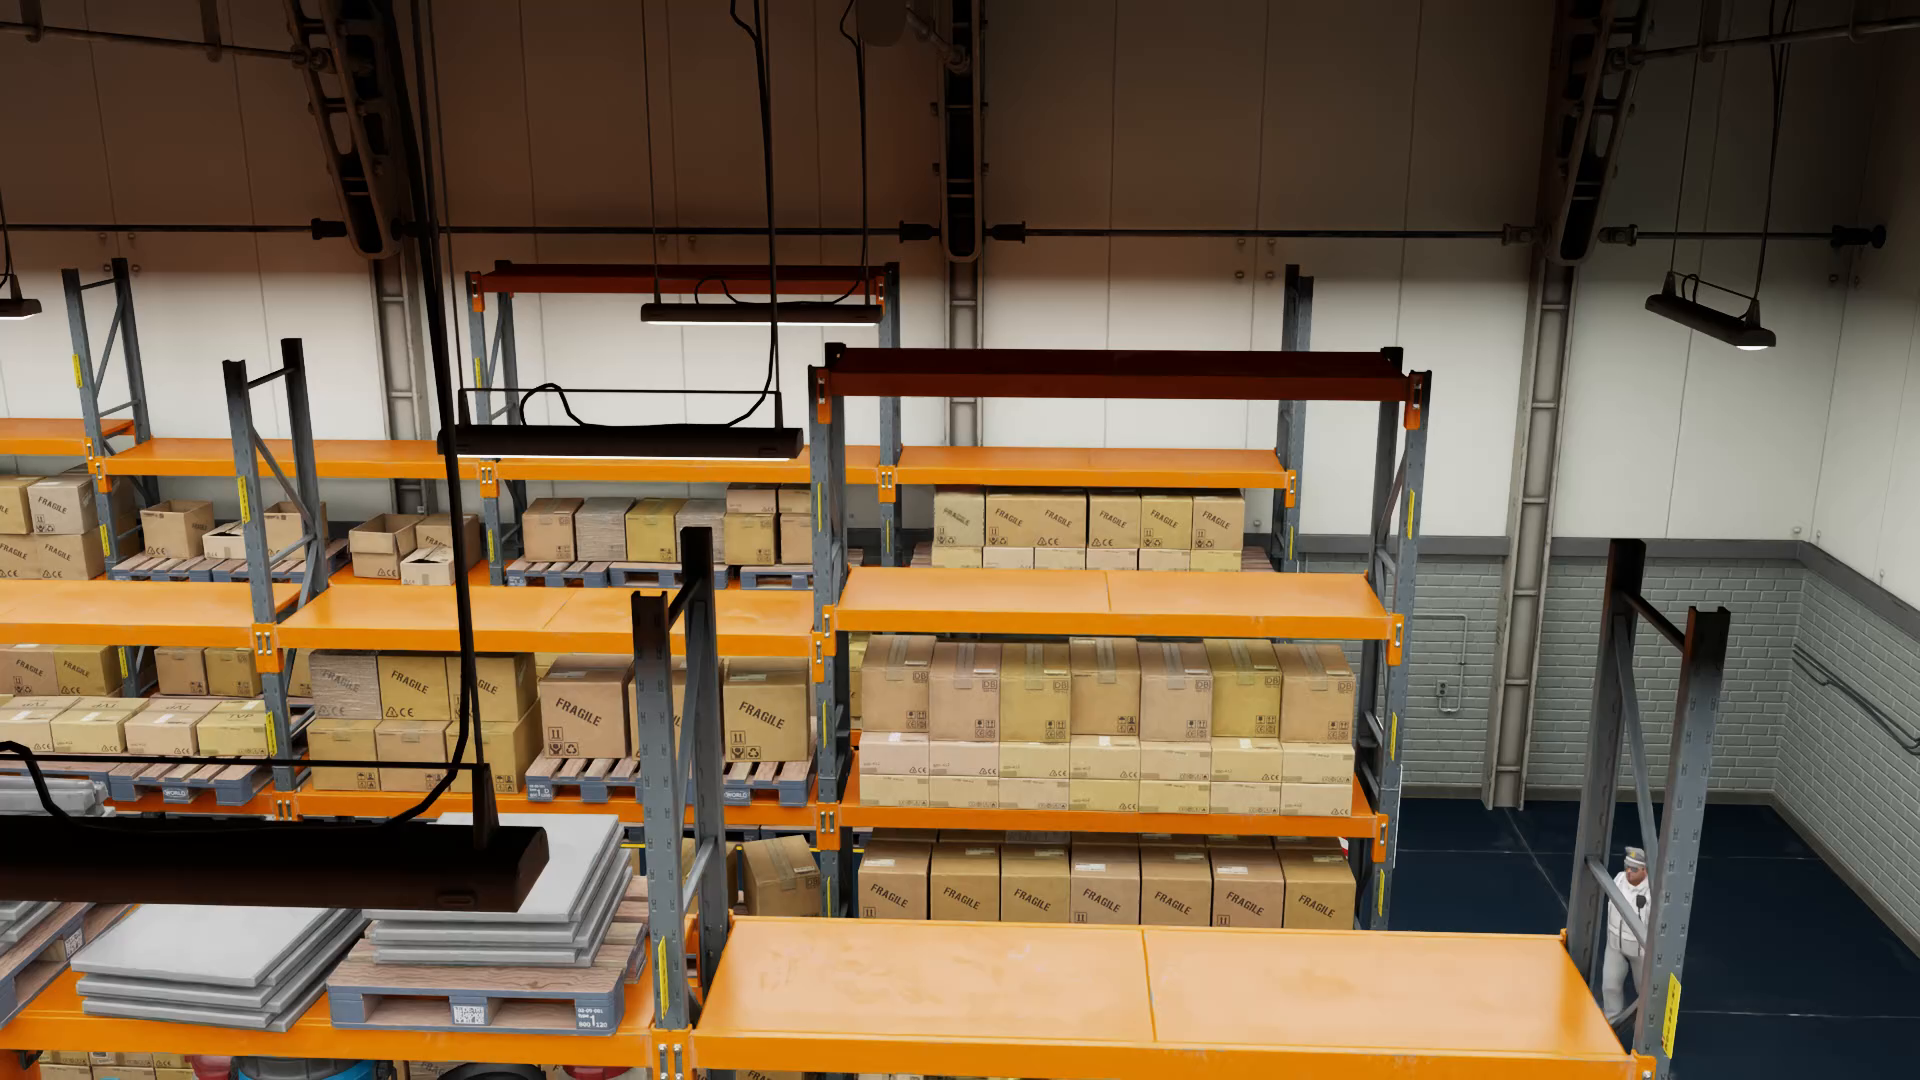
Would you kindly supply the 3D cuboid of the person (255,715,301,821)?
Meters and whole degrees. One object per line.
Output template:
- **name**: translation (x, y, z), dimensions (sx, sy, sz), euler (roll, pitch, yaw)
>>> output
- **person**: translation (-6.867, 2.529, 16.686), dimensions (0.481, 1.780, 0.583), euler (6, 17, 20)

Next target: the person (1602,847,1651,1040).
- **person**: translation (5.668, 3.362, 13.886), dimensions (0.898, 1.736, 0.566), euler (-12, 20, -37)
